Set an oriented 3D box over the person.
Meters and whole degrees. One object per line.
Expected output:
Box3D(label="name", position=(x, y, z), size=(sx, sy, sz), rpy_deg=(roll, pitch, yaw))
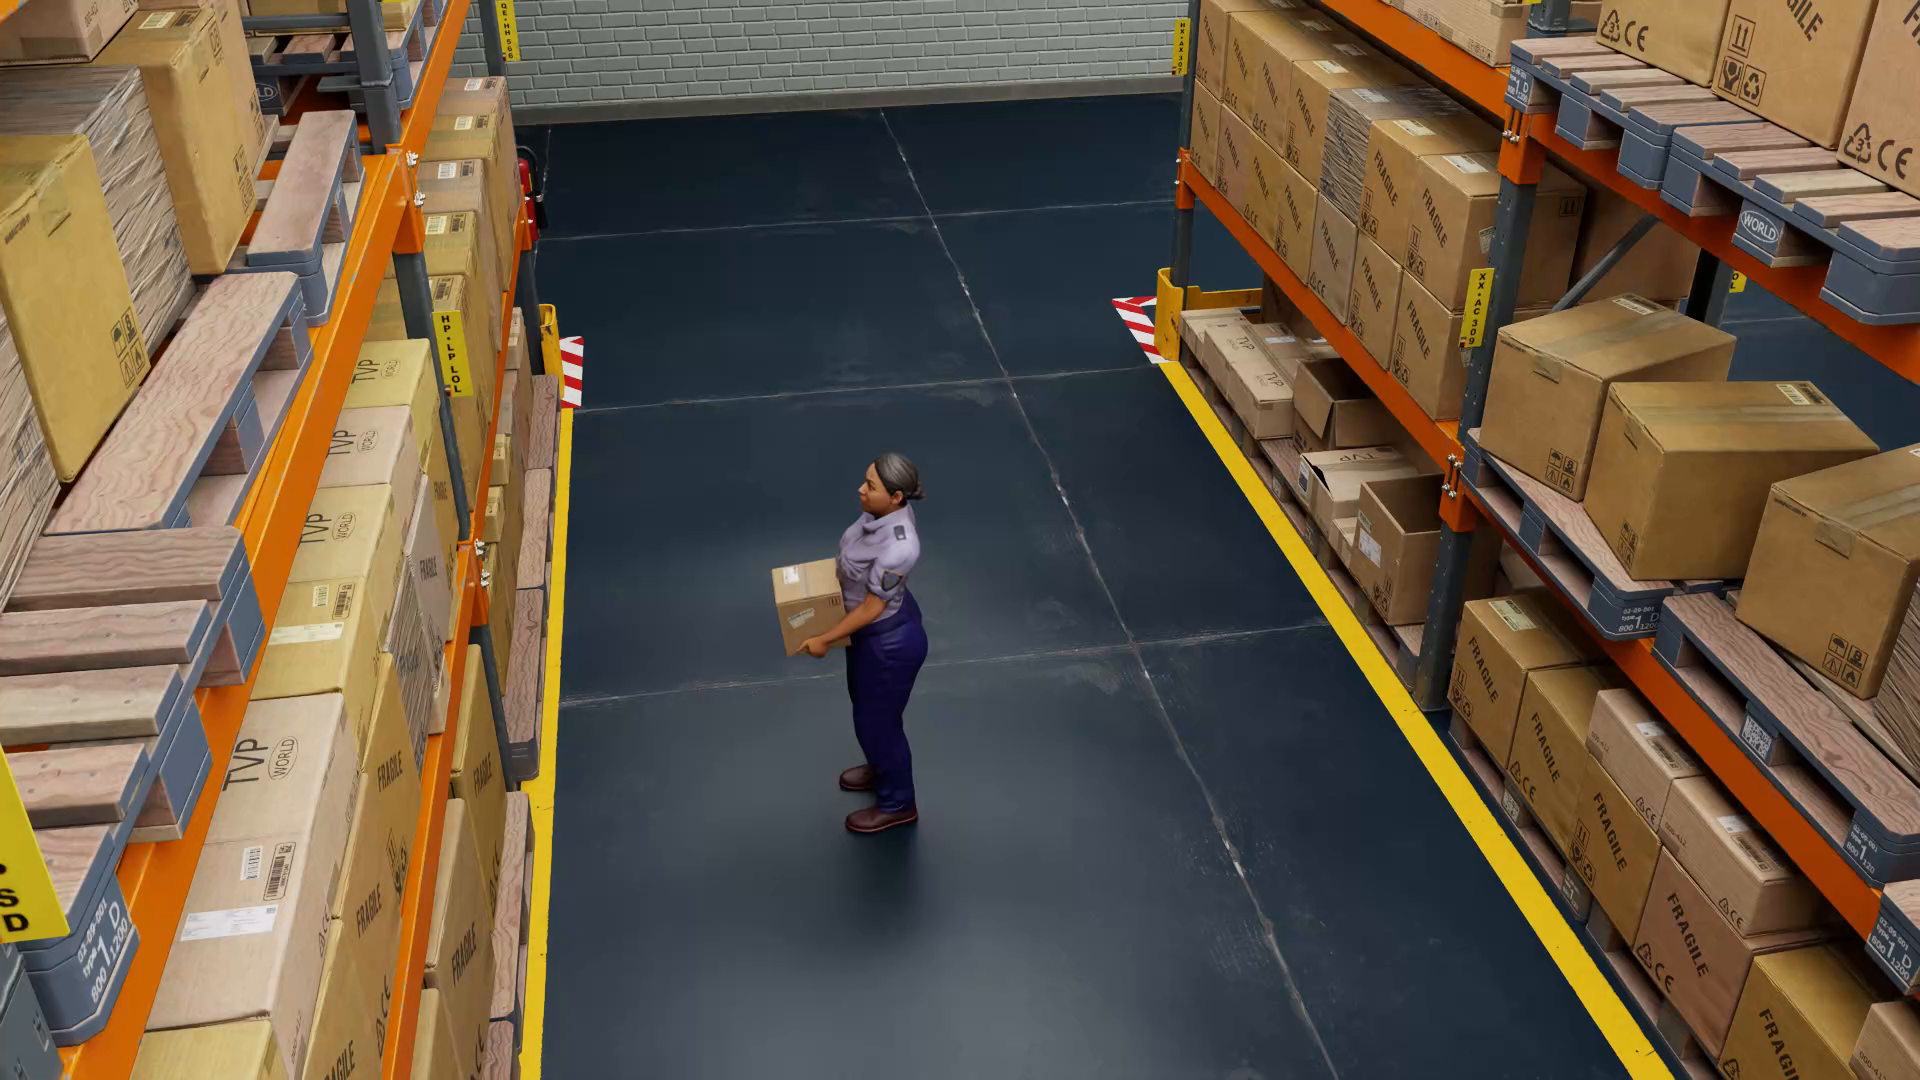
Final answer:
Box3D(label="person", position=(-0.390, 0.401, 6.501), size=(0.514, 1.624, 0.453), rpy_deg=(-5, 31, -8))
